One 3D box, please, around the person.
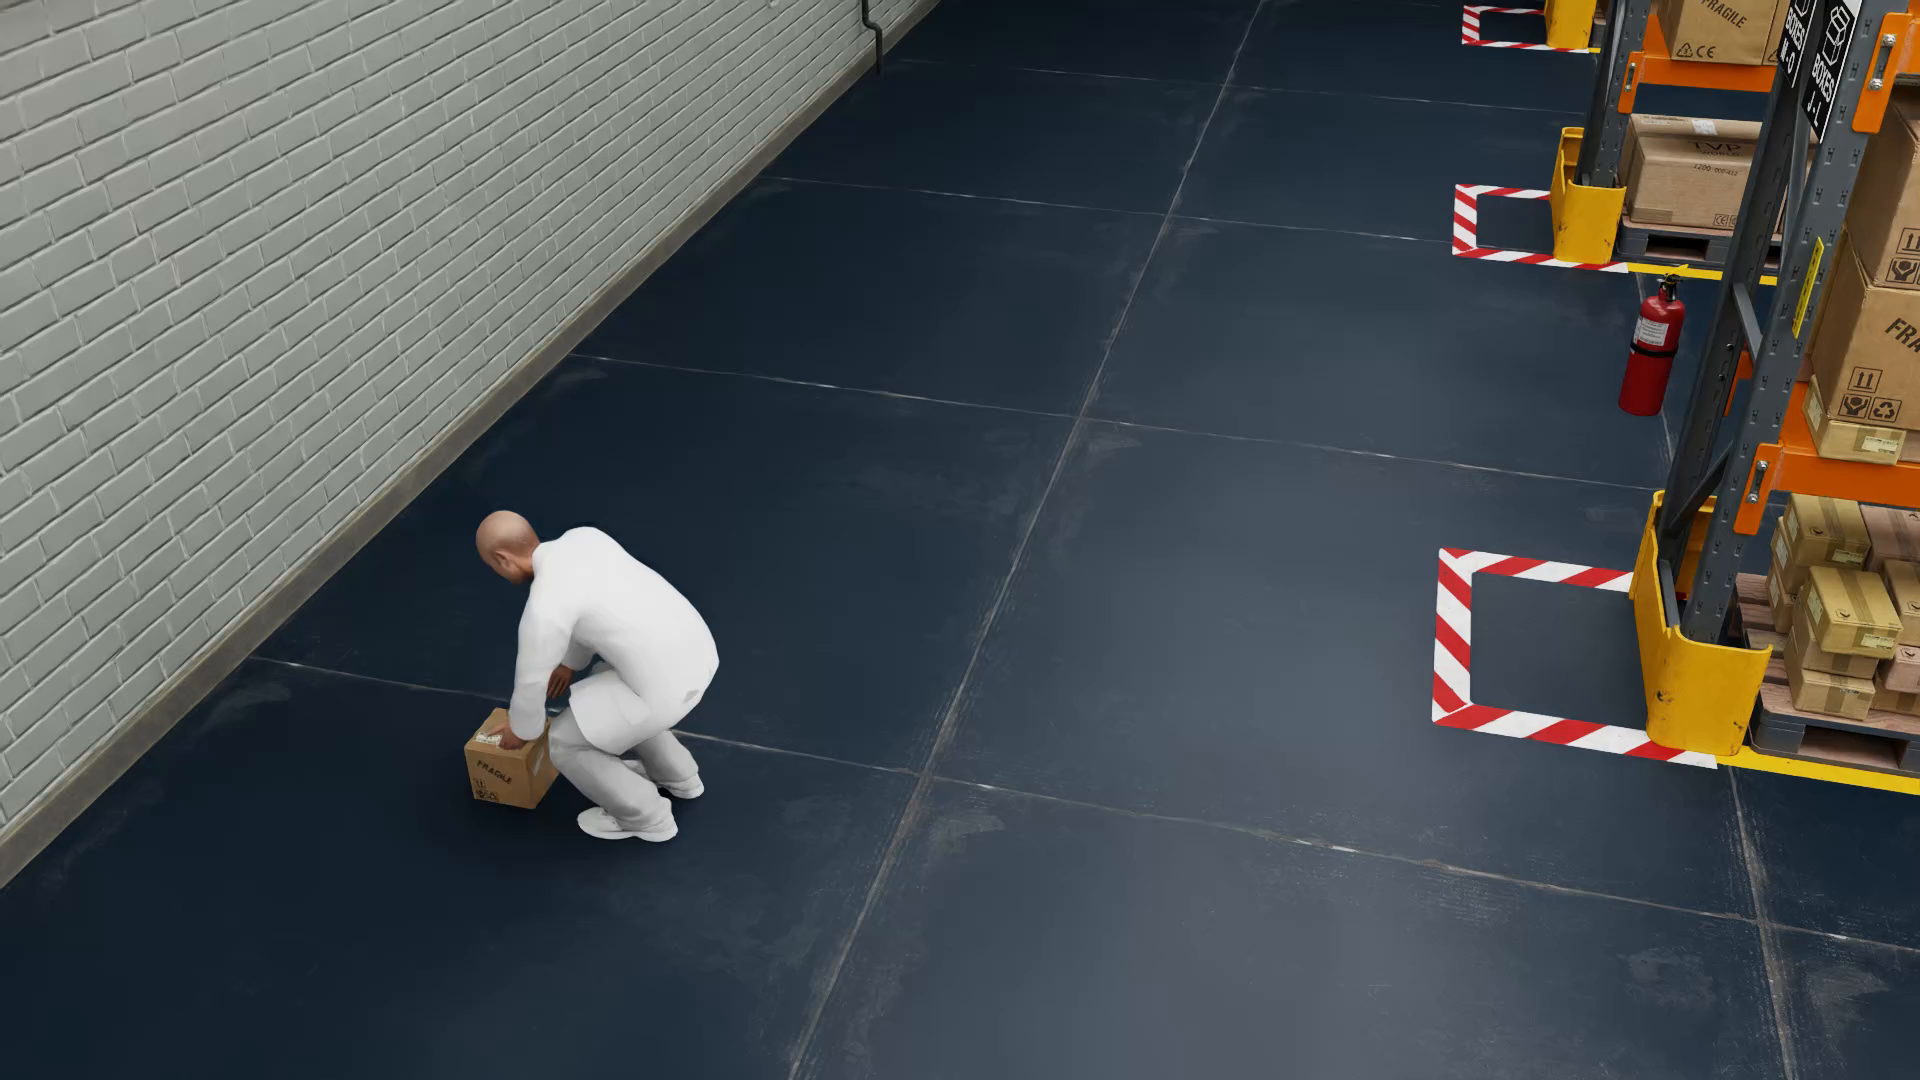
[{"bbox_3d":[-1.252,0.483,5.880,0.793,1.256,0.631,8,33,12],"label":"person"}]
